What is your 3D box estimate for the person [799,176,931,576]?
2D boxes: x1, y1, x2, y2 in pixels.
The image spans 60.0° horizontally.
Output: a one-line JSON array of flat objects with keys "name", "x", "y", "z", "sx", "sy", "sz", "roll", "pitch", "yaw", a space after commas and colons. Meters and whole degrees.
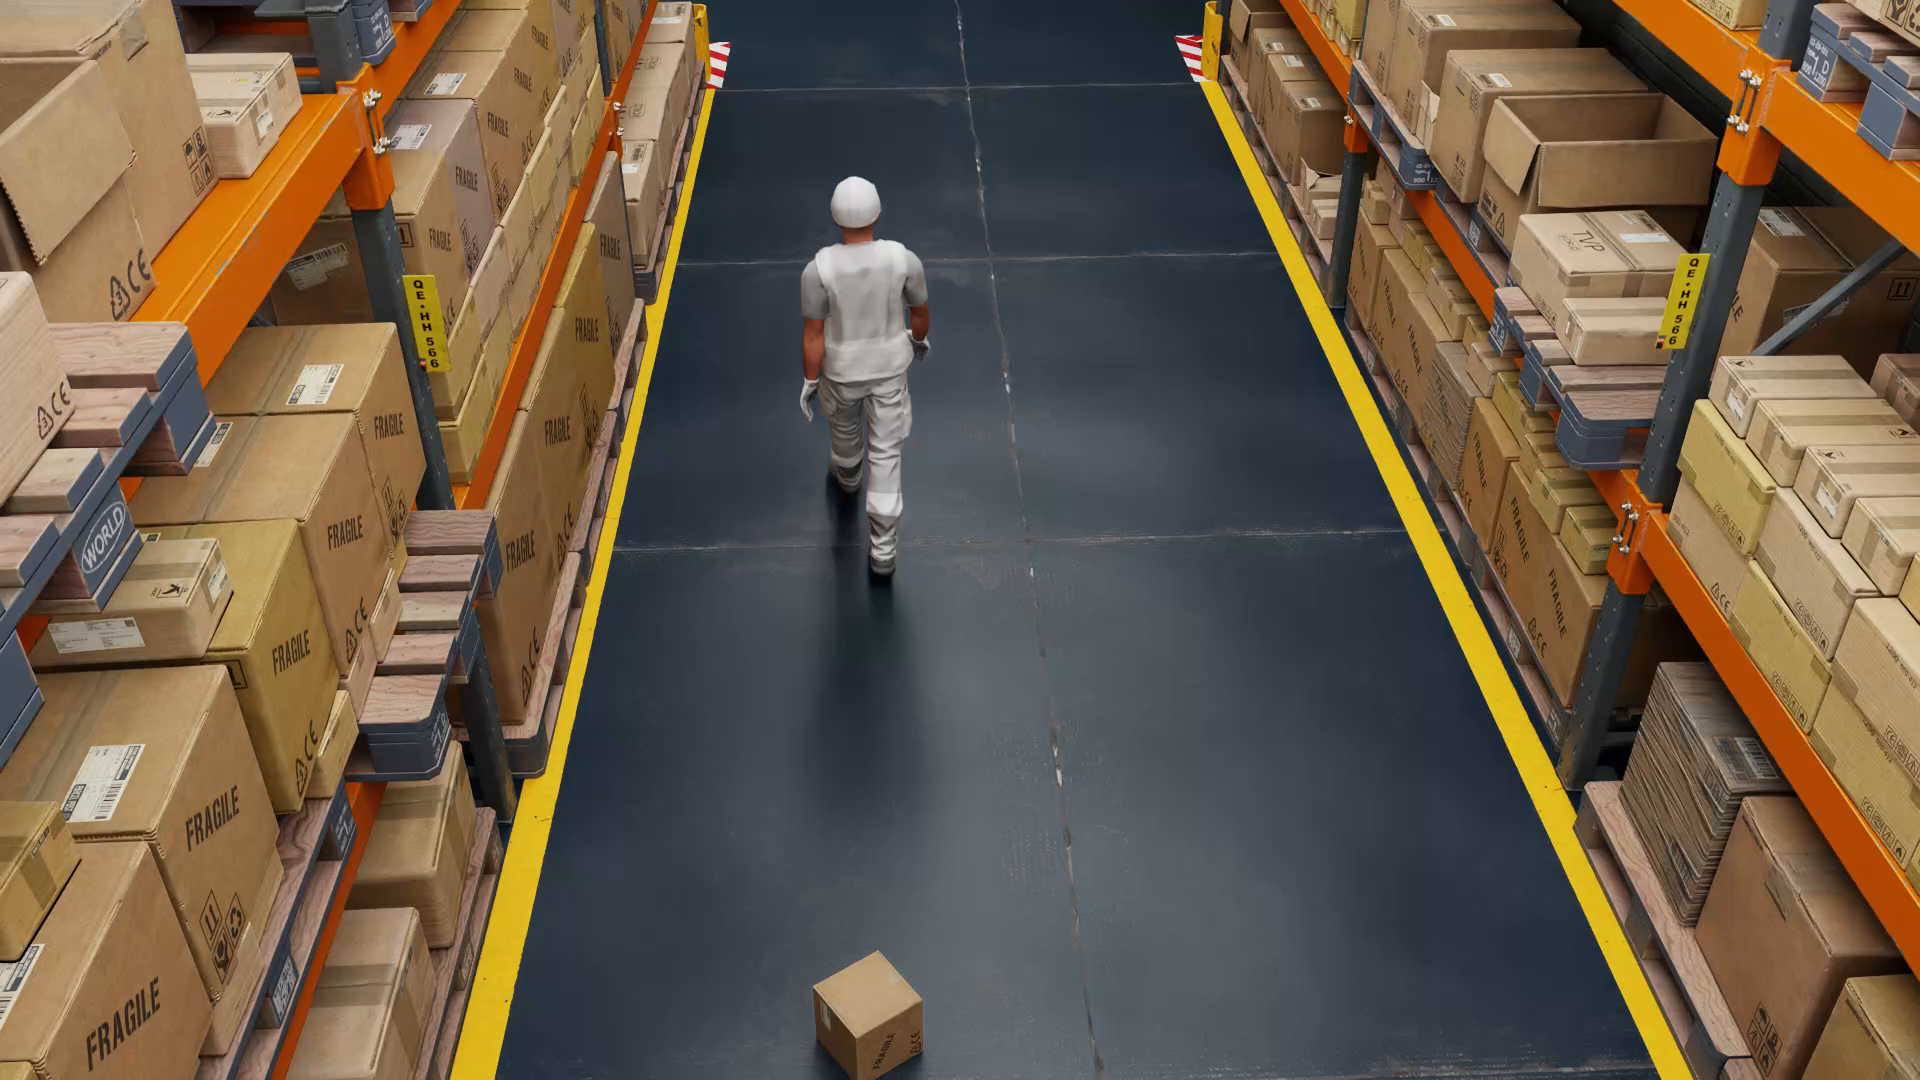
[{"name": "person", "x": -0.416, "y": -0.812, "z": 7.272, "sx": 0.588, "sy": 1.735, "sz": 1.019, "roll": -3, "pitch": 35, "yaw": -4}]
